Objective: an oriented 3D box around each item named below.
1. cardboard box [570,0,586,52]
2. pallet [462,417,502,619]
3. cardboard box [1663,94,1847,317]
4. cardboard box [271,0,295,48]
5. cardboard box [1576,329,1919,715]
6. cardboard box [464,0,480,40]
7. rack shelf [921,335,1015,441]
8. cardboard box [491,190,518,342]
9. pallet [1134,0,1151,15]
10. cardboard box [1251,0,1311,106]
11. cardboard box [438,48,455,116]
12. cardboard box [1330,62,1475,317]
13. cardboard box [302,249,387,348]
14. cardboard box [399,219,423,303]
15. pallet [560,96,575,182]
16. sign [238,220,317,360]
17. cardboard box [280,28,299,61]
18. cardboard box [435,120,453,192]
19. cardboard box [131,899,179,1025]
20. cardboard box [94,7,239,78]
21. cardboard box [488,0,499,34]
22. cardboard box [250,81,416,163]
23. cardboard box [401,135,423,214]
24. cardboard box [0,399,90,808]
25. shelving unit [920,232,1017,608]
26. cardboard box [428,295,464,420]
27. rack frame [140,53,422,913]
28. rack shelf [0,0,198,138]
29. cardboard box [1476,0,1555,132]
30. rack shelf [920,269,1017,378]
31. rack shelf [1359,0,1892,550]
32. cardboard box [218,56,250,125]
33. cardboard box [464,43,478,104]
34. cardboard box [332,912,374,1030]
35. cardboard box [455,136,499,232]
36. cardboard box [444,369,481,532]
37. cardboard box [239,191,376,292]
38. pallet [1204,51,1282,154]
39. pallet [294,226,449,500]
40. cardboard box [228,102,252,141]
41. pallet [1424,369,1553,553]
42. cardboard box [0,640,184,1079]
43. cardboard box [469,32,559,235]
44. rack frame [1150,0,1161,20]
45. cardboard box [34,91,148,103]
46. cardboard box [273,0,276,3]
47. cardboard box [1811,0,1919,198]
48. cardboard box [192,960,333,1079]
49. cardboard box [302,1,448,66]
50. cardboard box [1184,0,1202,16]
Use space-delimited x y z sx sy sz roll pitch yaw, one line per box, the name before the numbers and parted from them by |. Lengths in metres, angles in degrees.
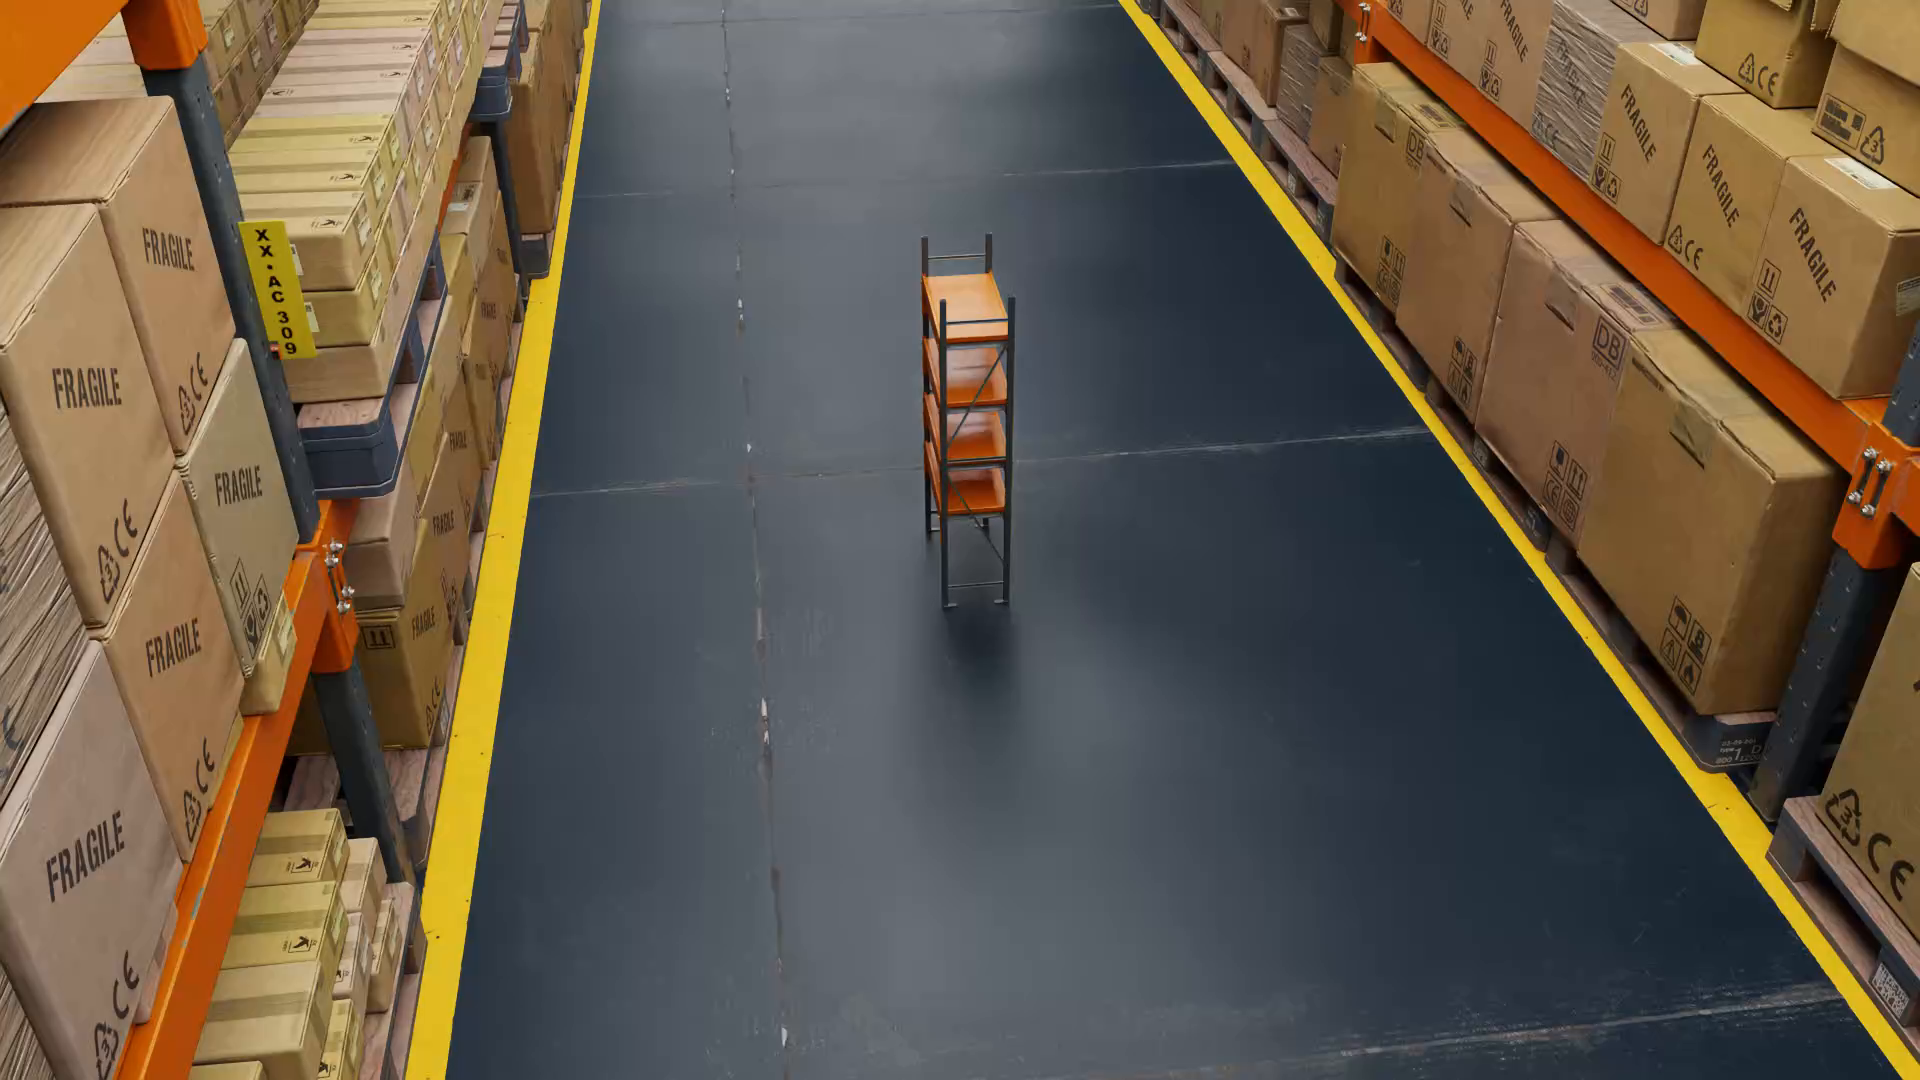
cardboard box | -2.923 -3.505 10.354 1.050 0.750 0.750 -5 35 -7
pallet | -2.293 -0.101 6.210 1.003 0.211 1.213 -4 35 -6
cardboard box | 2.516 -1.014 4.985 0.500 0.500 0.500 -3 34 -5
cardboard box | -2.579 -1.835 5.866 0.380 0.149 0.250 -4 35 -6
cardboard box | 2.803 -0.107 5.257 1.225 0.875 0.875 -4 35 -6
cardboard box | -1.931 -1.885 5.938 0.380 0.149 0.250 -4 35 -6
rack shelf | 0.022 -0.533 5.688 0.258 0.148 0.480 -4 35 -6
cardboard box | -2.210 -1.162 7.138 0.500 0.500 0.500 -5 35 -7
pallet | 1.708 -4.140 12.137 1.003 0.211 1.213 -4 35 -6
cardboard box | 2.091 -2.833 9.573 0.700 0.500 0.500 -2 34 -2
cardboard box | -1.829 -1.456 5.309 0.380 0.149 0.250 -5 35 -7
cardboard box | 2.443 -1.596 7.443 1.225 0.875 0.875 -6 35 -9
cardboard box | -1.617 -0.584 4.029 0.380 0.149 0.250 -4 34 -6
cardboard box | -1.690 -0.755 4.544 0.380 0.149 0.250 -4 34 -6
pallet | -2.750 -2.341 9.498 1.003 0.211 1.213 -4 35 -6
sign | -1.483 -0.539 3.609 0.100 0.325 0.005 -4 35 -6
cardboard box | -2.587 -1.722 5.964 0.380 0.149 0.250 -3 34 -4
cardboard box | -1.798 -1.189 5.181 0.380 0.149 0.250 -5 35 -7
cardboard box | -1.553 0.693 2.792 0.380 0.149 0.250 -6 35 -8
cardboard box | -2.479 -1.539 5.166 0.380 0.149 0.250 -5 35 -7
cardboard box | -2.004 -2.059 6.458 0.380 0.149 0.250 -4 35 -7
cardboard box | -1.723 -1.144 4.587 0.380 0.149 0.250 -5 35 -7
cardboard box | -1.724 -1.017 4.665 0.380 0.149 0.250 -6 35 -8
cardboard box | -1.559 0.103 2.195 0.500 0.500 0.500 -4 34 -5
shelving unit | 0.022 -0.403 5.777 0.258 1.200 0.503 -4 35 -6
cardboard box | -1.995 -0.601 5.649 0.500 0.250 0.500 -3 34 -5
rack frame | -2.019 -0.136 3.786 1.000 3.000 0.127 -4 35 -6
rack shelf | -1.750 0.038 1.506 1.077 0.370 4.000 -4 35 -6
cardboard box | 2.311 -1.864 6.233 0.500 0.500 0.500 -5 35 -7
rack shelf | 0.022 -0.728 5.555 0.258 0.148 0.480 -4 35 -6
rack shelf | 2.640 -1.274 6.095 1.077 0.370 4.000 -4 35 -6
cardboard box | -2.477 -1.407 5.237 0.380 0.149 0.250 -3 34 -5
cardboard box | -1.901 -1.626 5.823 0.380 0.149 0.250 -6 35 -8
cardboard box | -1.613 1.047 3.944 0.380 0.149 0.250 -6 35 -9
cardboard box | -2.206 -1.457 6.905 0.500 0.250 0.500 -5 35 -8
cardboard box | -2.013 -0.296 5.867 0.500 0.500 0.500 -4 34 -6
cardboard box | -1.617 -0.706 3.945 0.380 0.149 0.250 -3 34 -4
pallet | 2.107 -2.651 9.952 1.003 0.211 1.213 -4 35 -6
pallet | -1.978 -0.494 4.482 1.003 0.211 1.213 -4 35 -6
cardboard box | -2.483 -1.288 5.327 0.380 0.149 0.250 -5 35 -8
pallet | 2.563 -0.410 6.665 1.003 0.211 1.213 -4 35 -6
cardboard box | -1.540 0.516 2.477 0.500 0.500 0.500 -5 35 -7
cardboard box | -2.550 -1.959 8.086 1.050 0.750 0.750 -5 35 -7
rack frame | 1.833 -4.920 10.806 1.000 3.000 0.127 -4 35 -6
cardboard box | -2.372 -1.102 4.525 0.380 0.149 0.250 -4 35 -7
cardboard box | -2.585 -1.977 5.809 0.380 0.149 0.250 -6 35 -8
cardboard box | 2.815 -1.267 4.466 0.797 0.503 0.637 -5 35 -8
cardboard box | -1.599 1.079 3.633 0.380 0.149 0.250 -5 35 -7
cardboard box | -1.831 -1.578 5.224 0.380 0.149 0.250 -3 34 -5
cardboard box | 1.894 -3.724 10.880 0.700 0.500 0.500 -7 35 -10
